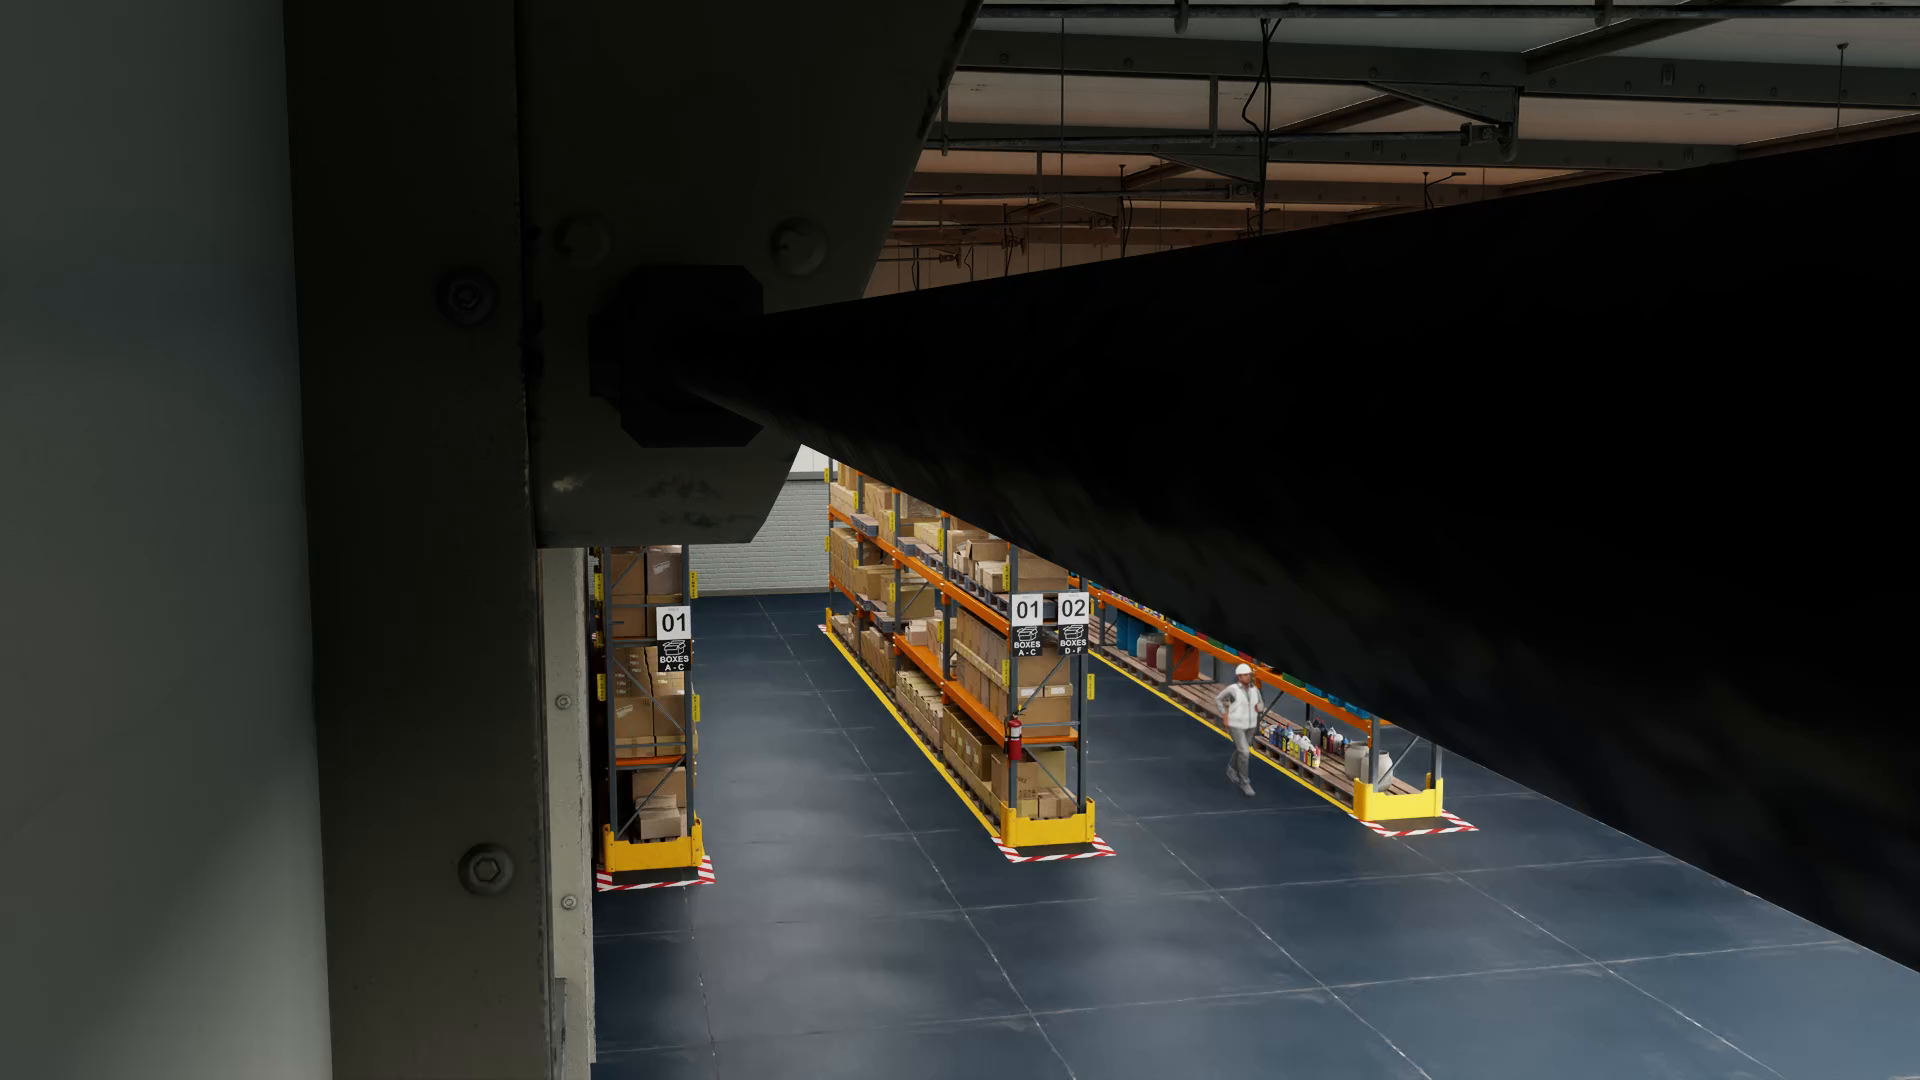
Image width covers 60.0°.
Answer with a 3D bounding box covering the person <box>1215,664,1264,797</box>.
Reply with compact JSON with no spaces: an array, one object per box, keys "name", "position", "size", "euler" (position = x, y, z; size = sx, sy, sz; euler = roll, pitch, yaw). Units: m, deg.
[{"name":"person","position":[3.999,2.647,23.523],"size":[0.646,1.812,0.800],"euler":[-4,8,-28]}]
